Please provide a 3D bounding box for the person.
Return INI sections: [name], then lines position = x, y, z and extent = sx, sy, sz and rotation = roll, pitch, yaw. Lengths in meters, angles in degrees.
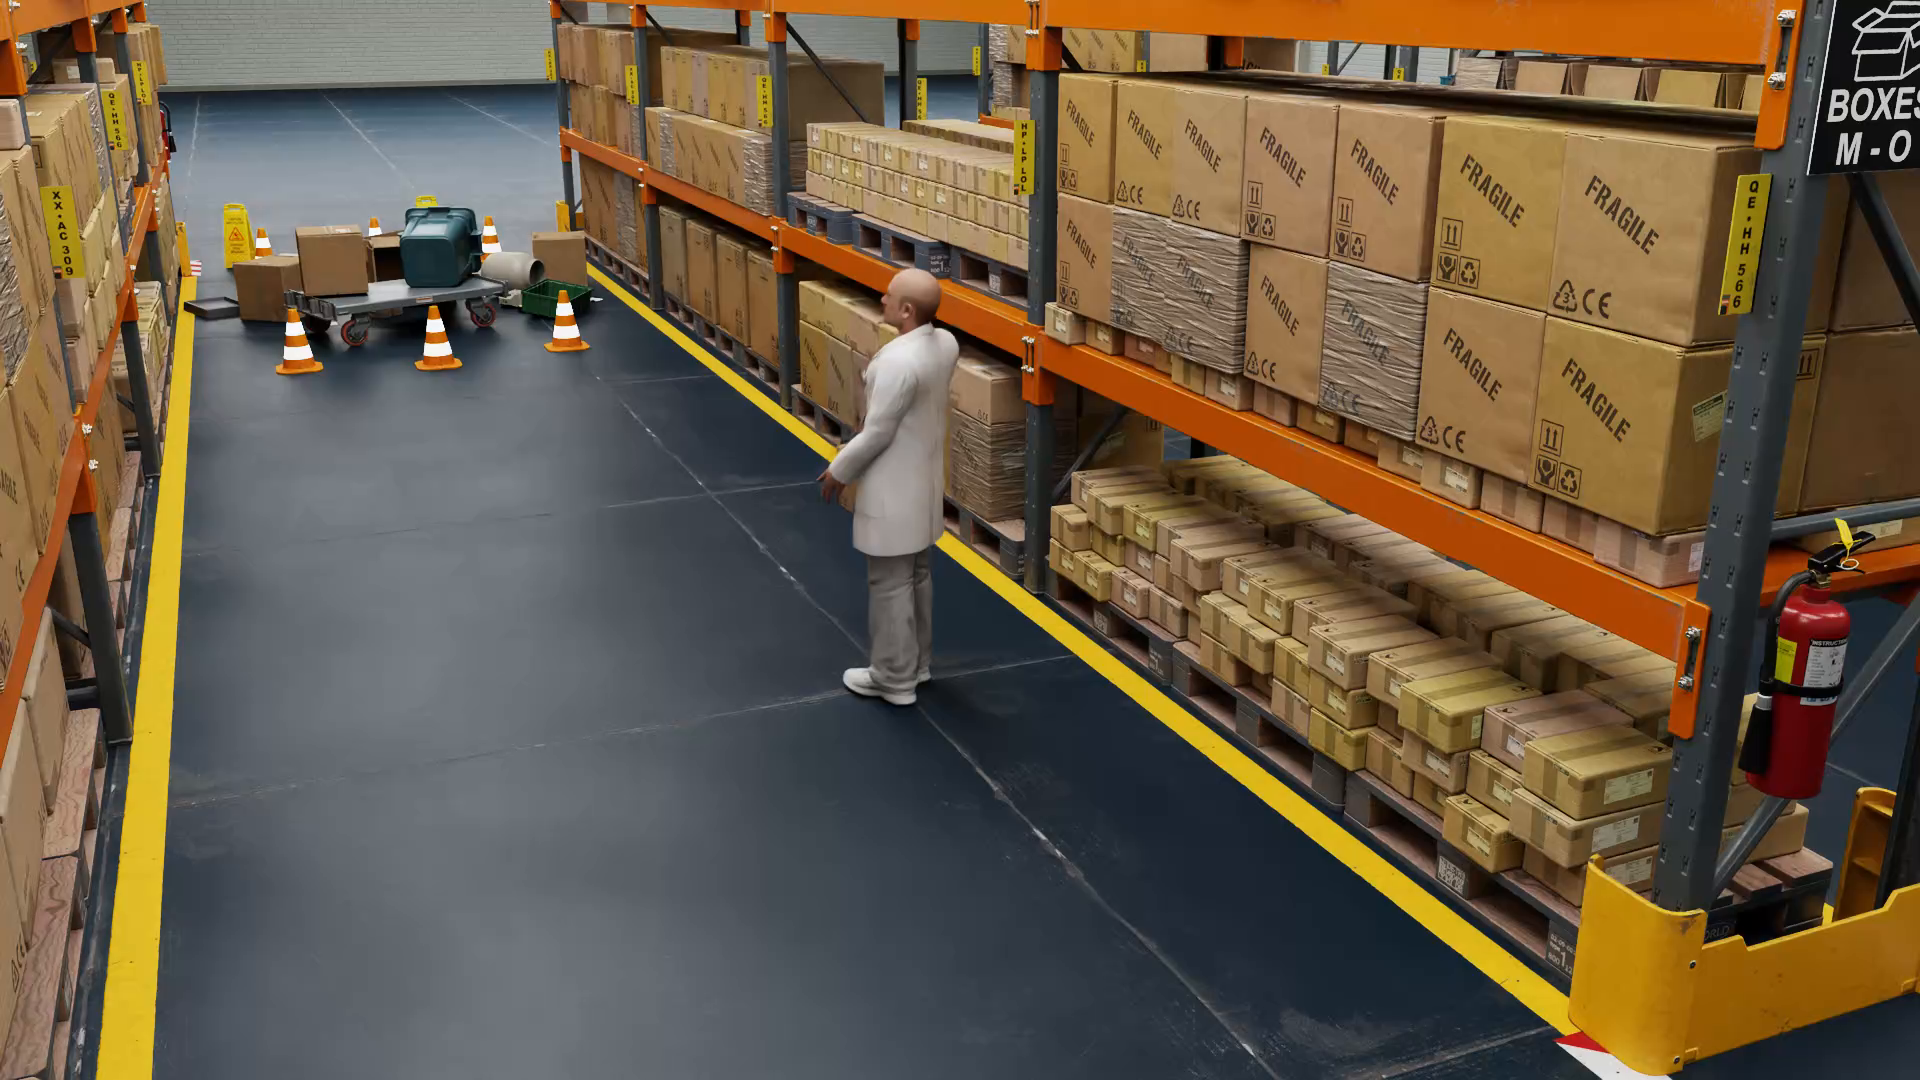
[person]
position = -0.284, -0.218, 6.707
extent = 0.495, 1.785, 0.618
rotation = 7, 20, 21
